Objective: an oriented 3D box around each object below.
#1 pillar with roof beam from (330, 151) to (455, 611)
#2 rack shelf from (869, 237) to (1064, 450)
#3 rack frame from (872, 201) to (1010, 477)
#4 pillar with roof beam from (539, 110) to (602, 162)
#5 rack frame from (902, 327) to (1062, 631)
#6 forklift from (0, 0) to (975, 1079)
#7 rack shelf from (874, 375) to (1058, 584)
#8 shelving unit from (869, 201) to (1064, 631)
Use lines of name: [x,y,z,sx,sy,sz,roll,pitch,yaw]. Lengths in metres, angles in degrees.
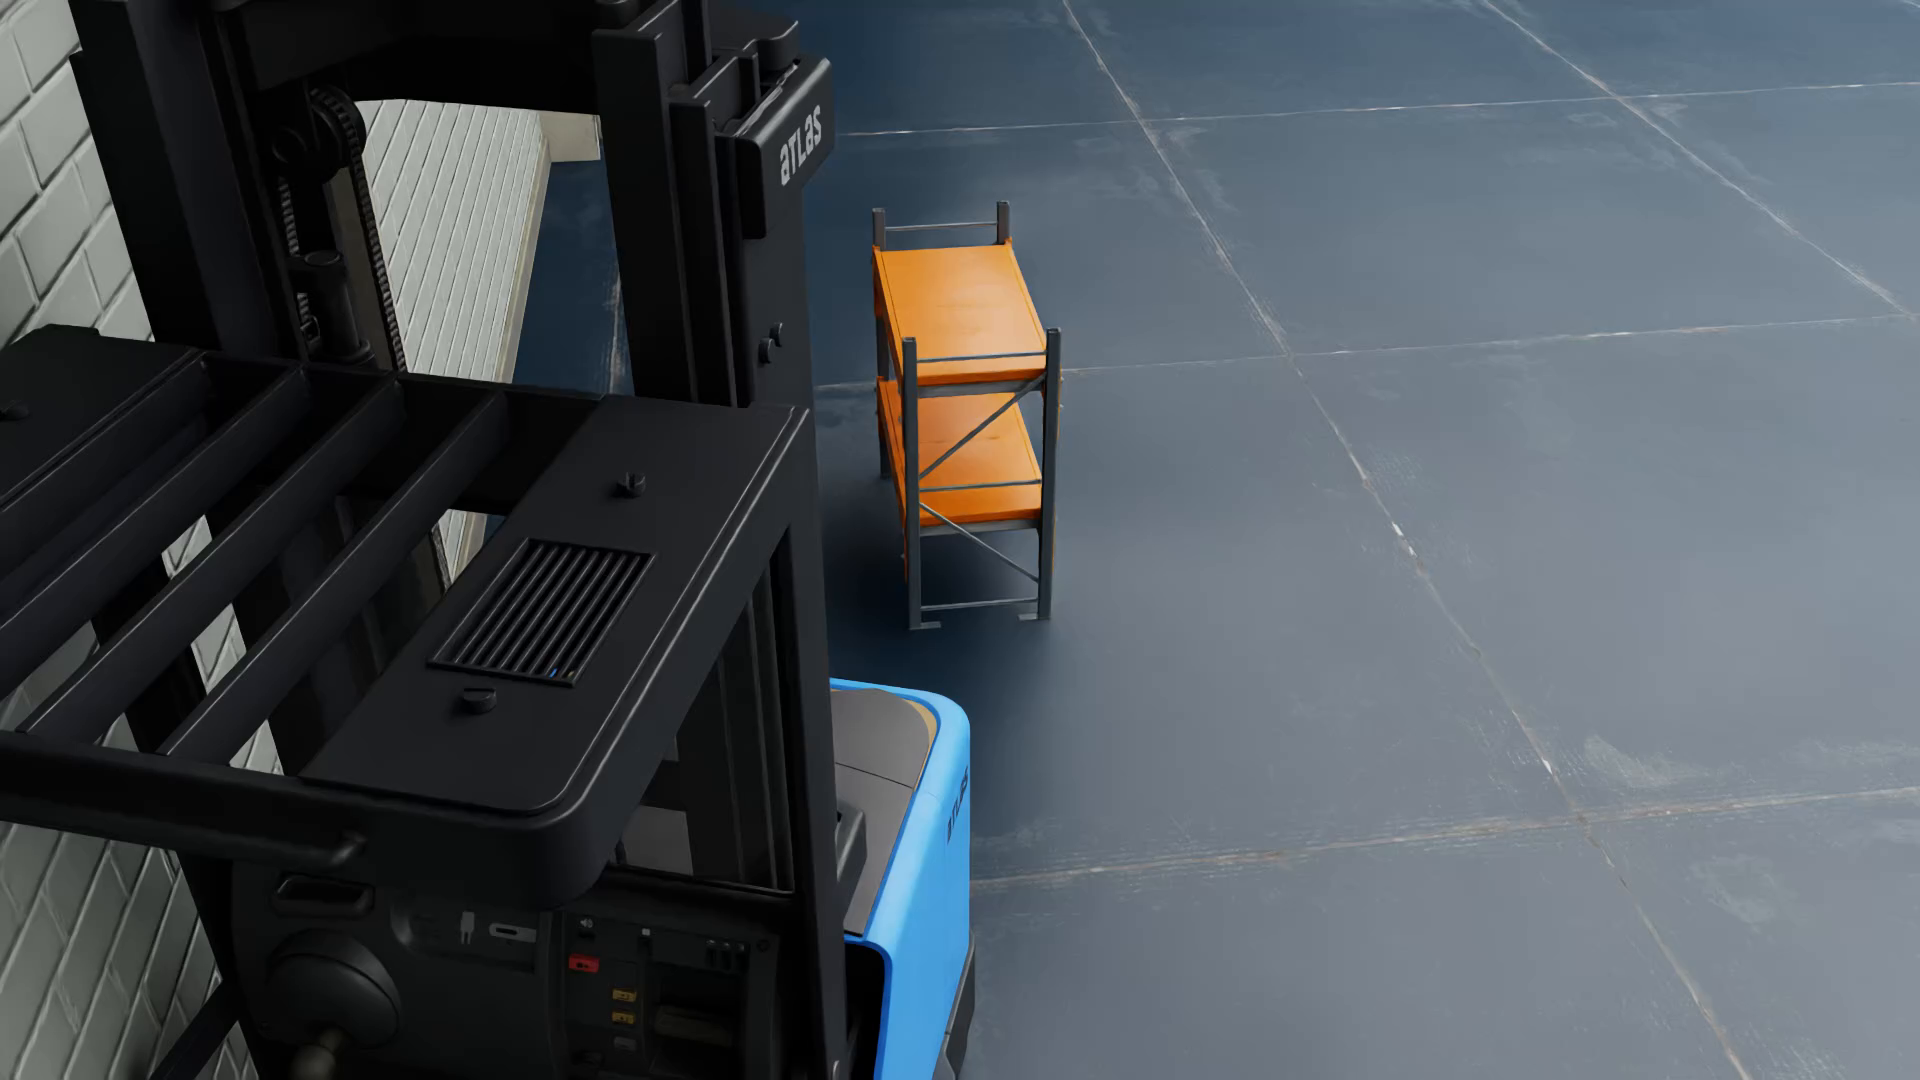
pillar with roof beam: [2.857,-2.946,2.583,9.100,9.000,0.400,-4,35,-6]
rack shelf: [0.001,-0.703,5.763,0.538,0.278,1.000,-4,35,-6]
rack frame: [-0.067,-0.745,6.344,0.500,1.125,0.032,-4,35,-6]
pillar with roof beam: [2.050,-6.295,7.496,9.100,9.000,0.400,-4,35,-6]
rack frame: [0.069,-0.177,5.511,0.500,1.125,0.032,-4,35,-6]
forklift: [-0.780,0.786,2.495,1.130,2.935,3.031,7,35,10]
rack shelf: [0.001,-0.259,6.065,0.538,0.278,1.000,-4,35,-6]
shelving unit: [0.001,-0.461,5.928,0.538,1.125,1.048,-4,35,-6]
